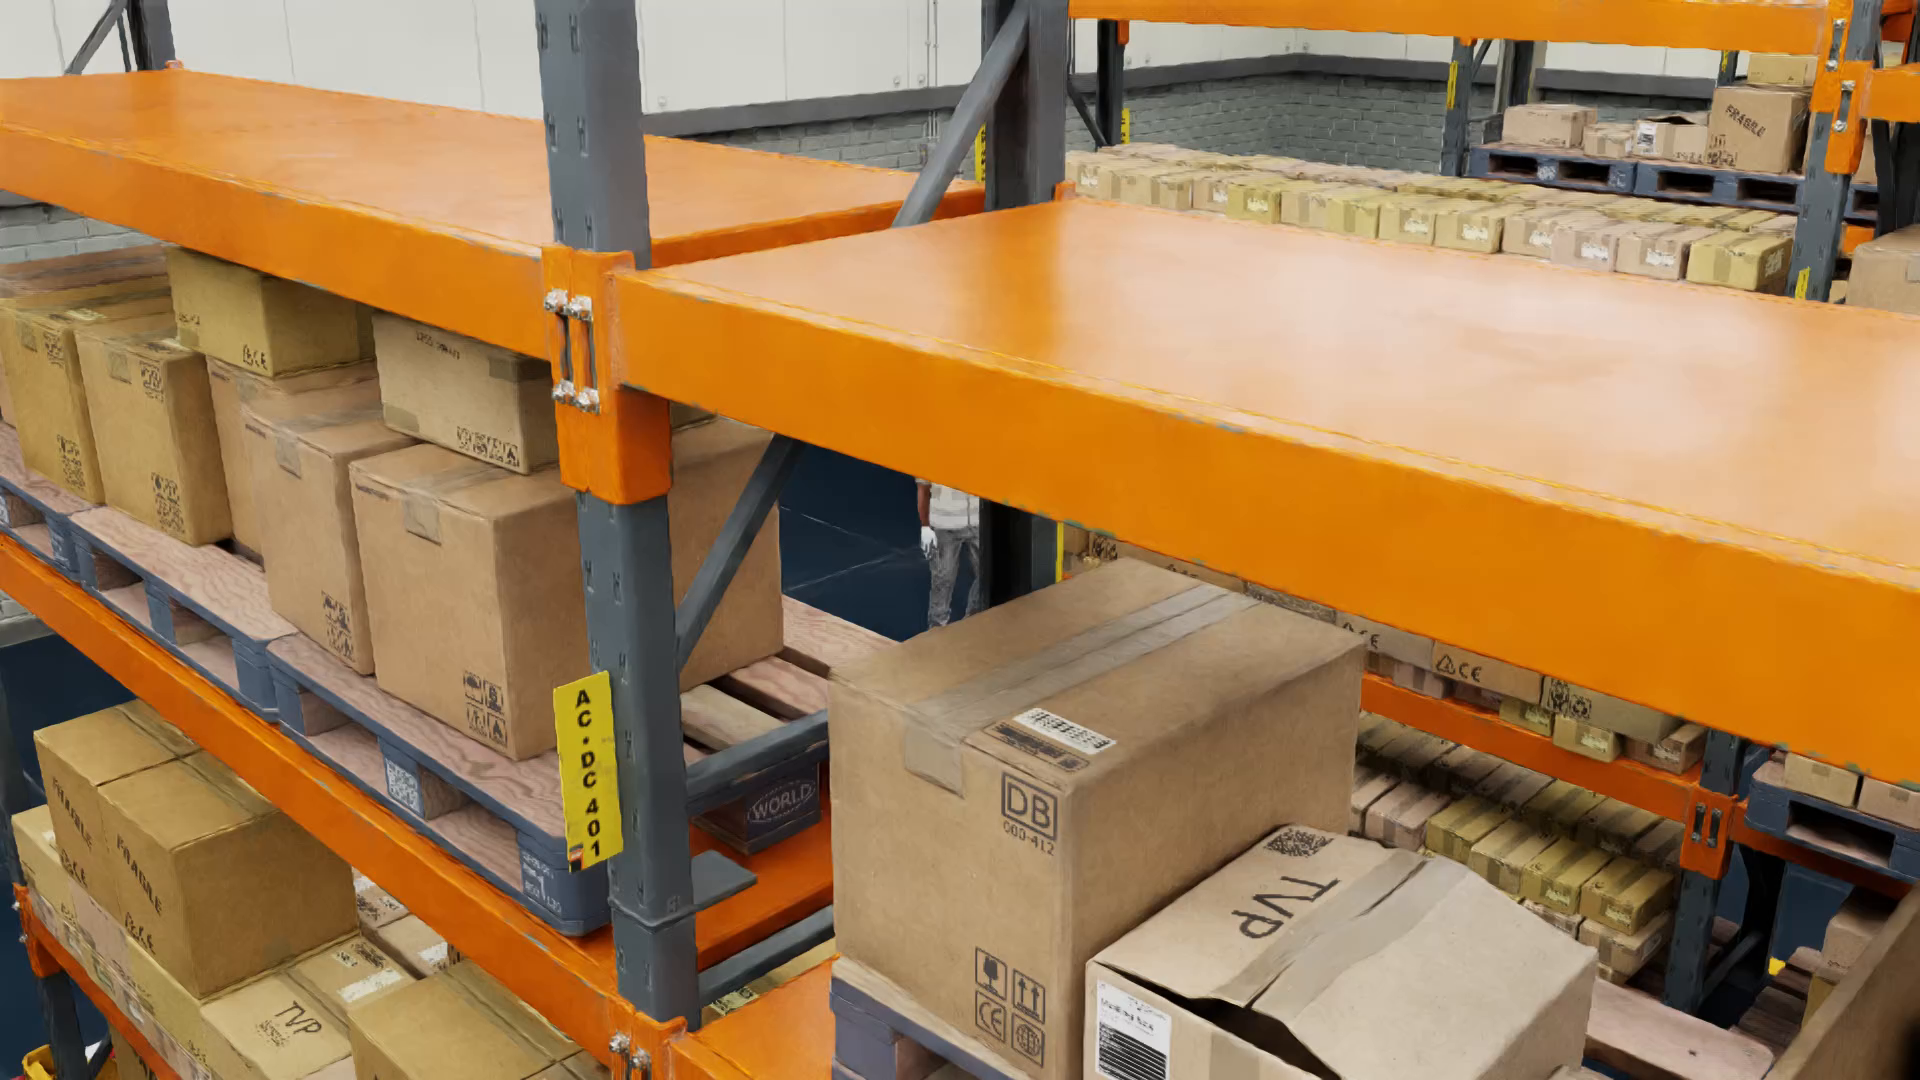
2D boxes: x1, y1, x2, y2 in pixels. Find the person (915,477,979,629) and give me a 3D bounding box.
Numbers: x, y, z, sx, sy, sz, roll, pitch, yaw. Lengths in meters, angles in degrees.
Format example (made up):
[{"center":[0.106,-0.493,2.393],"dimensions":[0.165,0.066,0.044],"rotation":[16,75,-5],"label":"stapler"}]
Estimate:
[{"center":[-0.002,-0.099,10.768],"dimensions":[0.585,1.786,0.400],"rotation":[-9,22,-22],"label":"person"}]
